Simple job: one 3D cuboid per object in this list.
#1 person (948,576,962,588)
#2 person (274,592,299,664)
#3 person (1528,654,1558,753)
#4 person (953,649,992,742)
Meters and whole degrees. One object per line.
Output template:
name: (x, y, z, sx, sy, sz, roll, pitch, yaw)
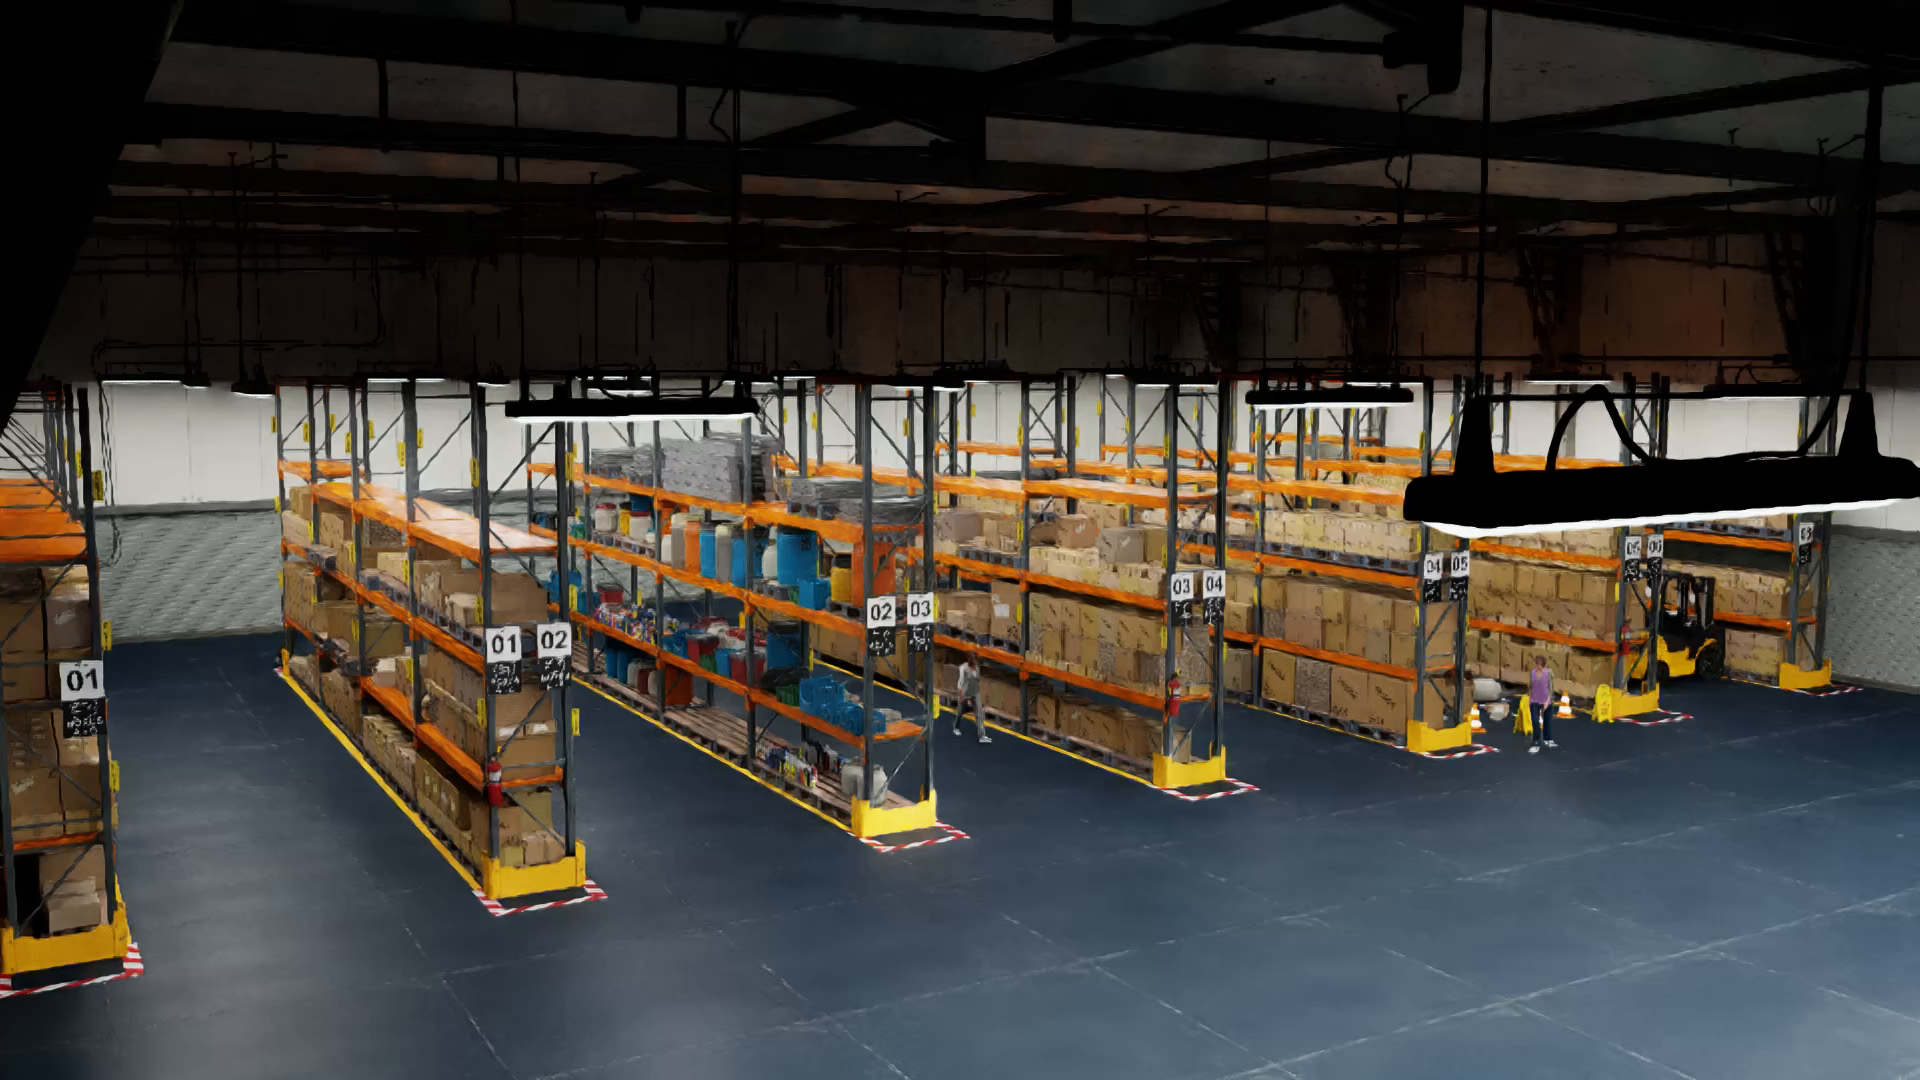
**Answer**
person: (-0.092, 0.780, 42.630, 0.567, 1.755, 0.738, 1, 6, 7)
person: (-13.900, 1.778, 34.377, 0.519, 1.575, 0.759, 0, 6, -3)
person: (9.399, 2.613, 26.836, 0.443, 1.587, 0.639, 4, 8, 34)
person: (0.154, 2.549, 27.543, 0.418, 1.512, 1.033, -3, 7, -25)
